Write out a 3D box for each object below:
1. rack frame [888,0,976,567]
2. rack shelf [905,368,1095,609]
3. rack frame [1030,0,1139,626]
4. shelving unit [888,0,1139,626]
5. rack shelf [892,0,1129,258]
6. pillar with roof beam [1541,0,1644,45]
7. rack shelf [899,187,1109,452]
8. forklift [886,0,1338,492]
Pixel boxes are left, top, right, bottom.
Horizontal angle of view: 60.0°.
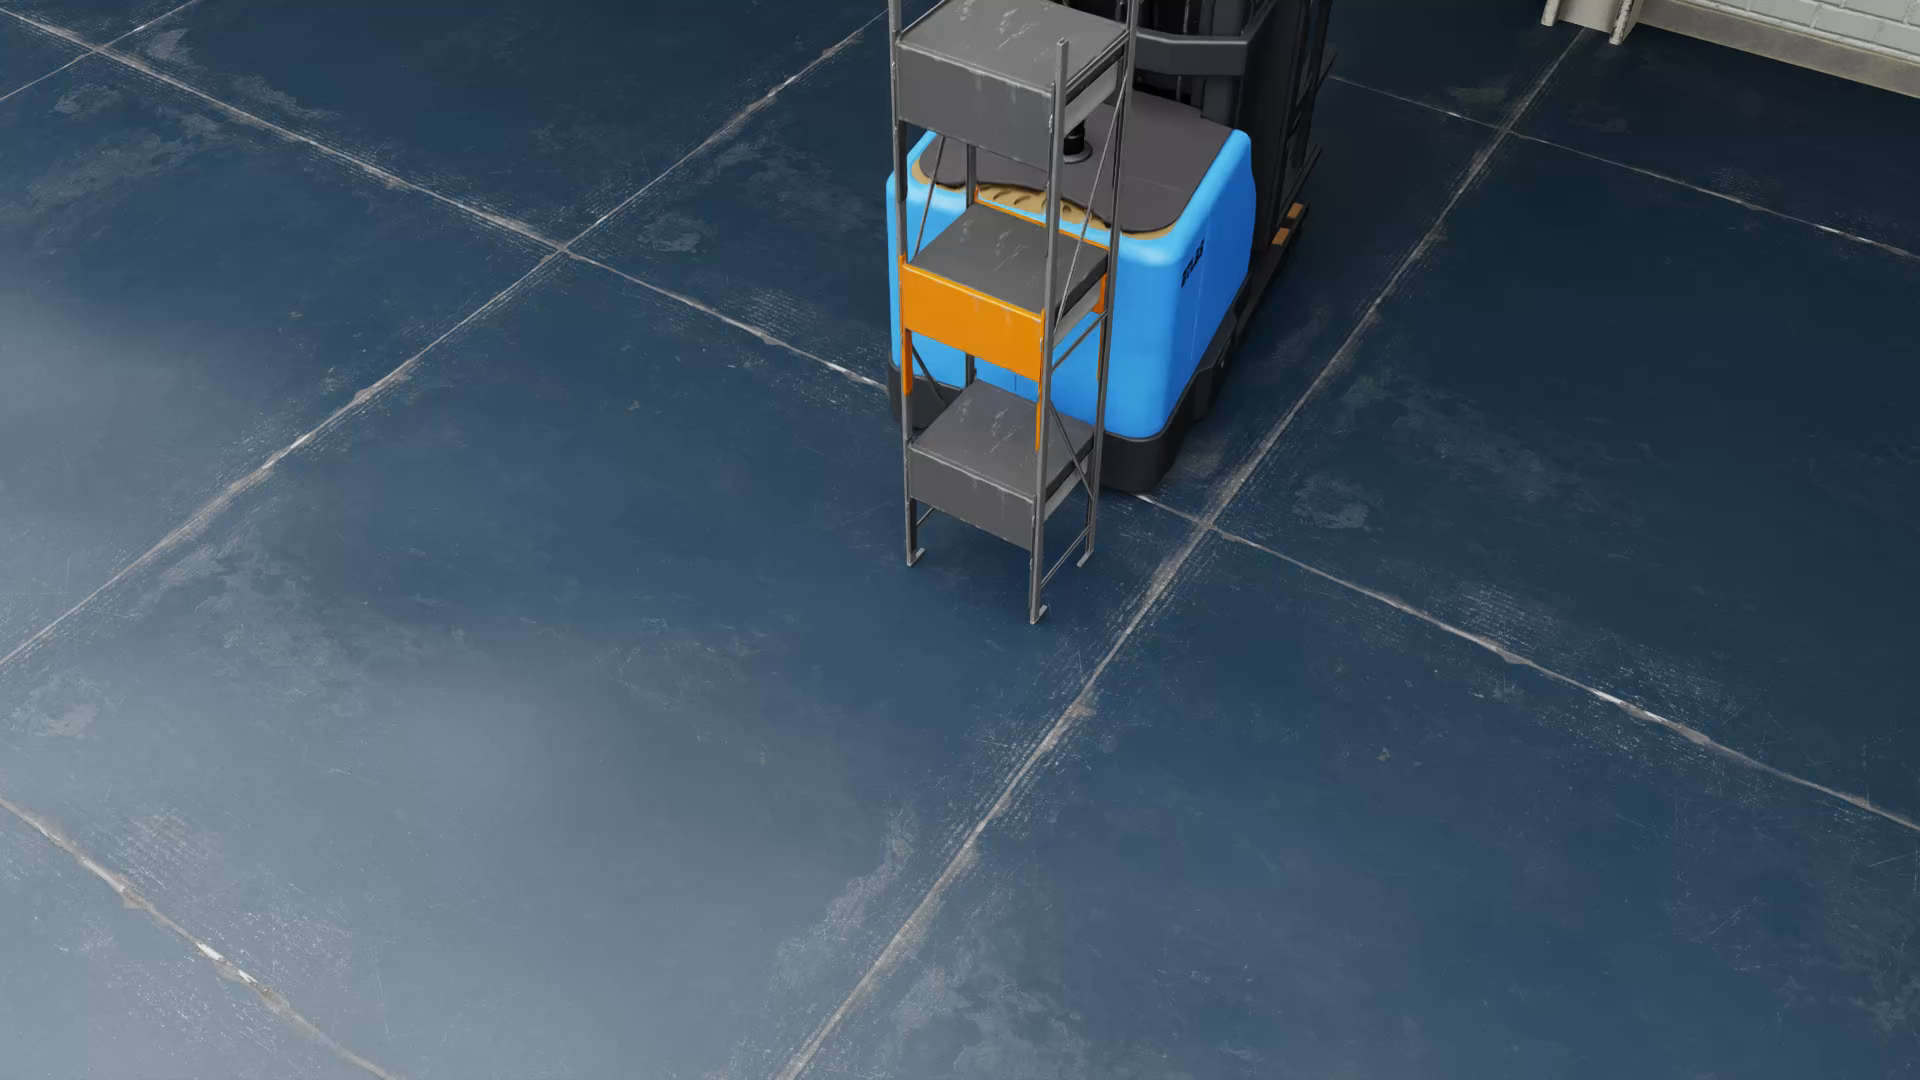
[{"bbox_3d":[-0.066,-0.762,5.026,0.015,2.100,0.400,25,51,22],"label":"rack frame"},{"bbox_3d":[0.139,-0.170,5.446,0.480,0.518,0.431,25,51,22],"label":"rack shelf"},{"bbox_3d":[0.345,-0.573,4.843,0.015,2.100,0.400,25,51,22],"label":"rack frame"},{"bbox_3d":[0.139,-0.668,4.935,0.503,2.100,0.431,25,51,22],"label":"shelving unit"},{"bbox_3d":[0.139,-1.146,4.442,0.480,0.518,0.431,25,51,22],"label":"rack shelf"},{"bbox_3d":[0.801,-3.113,2.500,0.400,9.000,9.100,25,51,22],"label":"pillar with roof beam"},{"bbox_3d":[0.139,-0.658,4.944,0.480,0.518,0.431,25,51,22],"label":"rack shelf"},{"bbox_3d":[0.808,-2.259,5.901,1.130,2.935,3.031,18,48,17],"label":"forklift"}]
